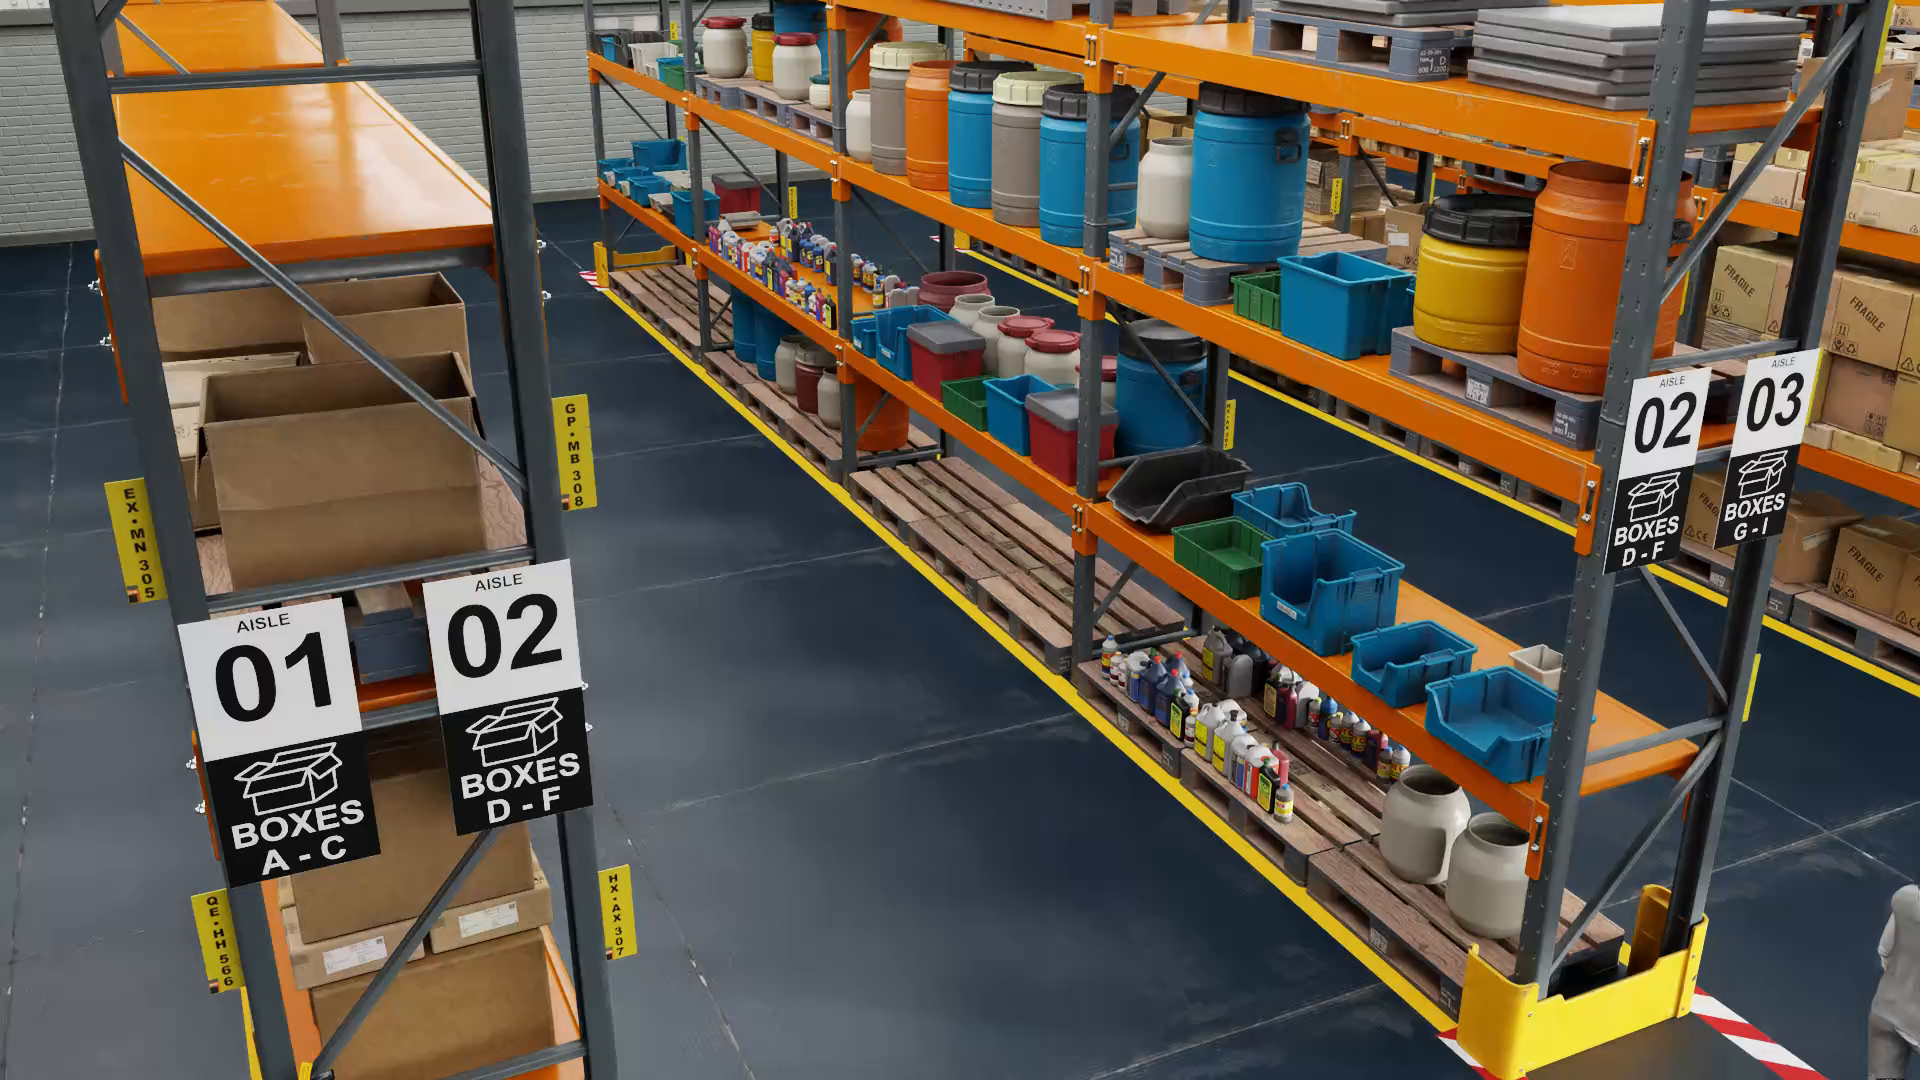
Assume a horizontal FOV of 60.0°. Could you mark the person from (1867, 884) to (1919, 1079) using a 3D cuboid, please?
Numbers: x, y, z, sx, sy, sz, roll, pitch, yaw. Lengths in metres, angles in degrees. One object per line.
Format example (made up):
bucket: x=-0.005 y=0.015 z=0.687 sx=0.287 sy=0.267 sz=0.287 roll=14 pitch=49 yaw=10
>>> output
person: x=3.743 y=1.875 z=6.461 sx=0.673 sy=1.622 sz=0.459 roll=-12 pitch=25 yaw=-26
